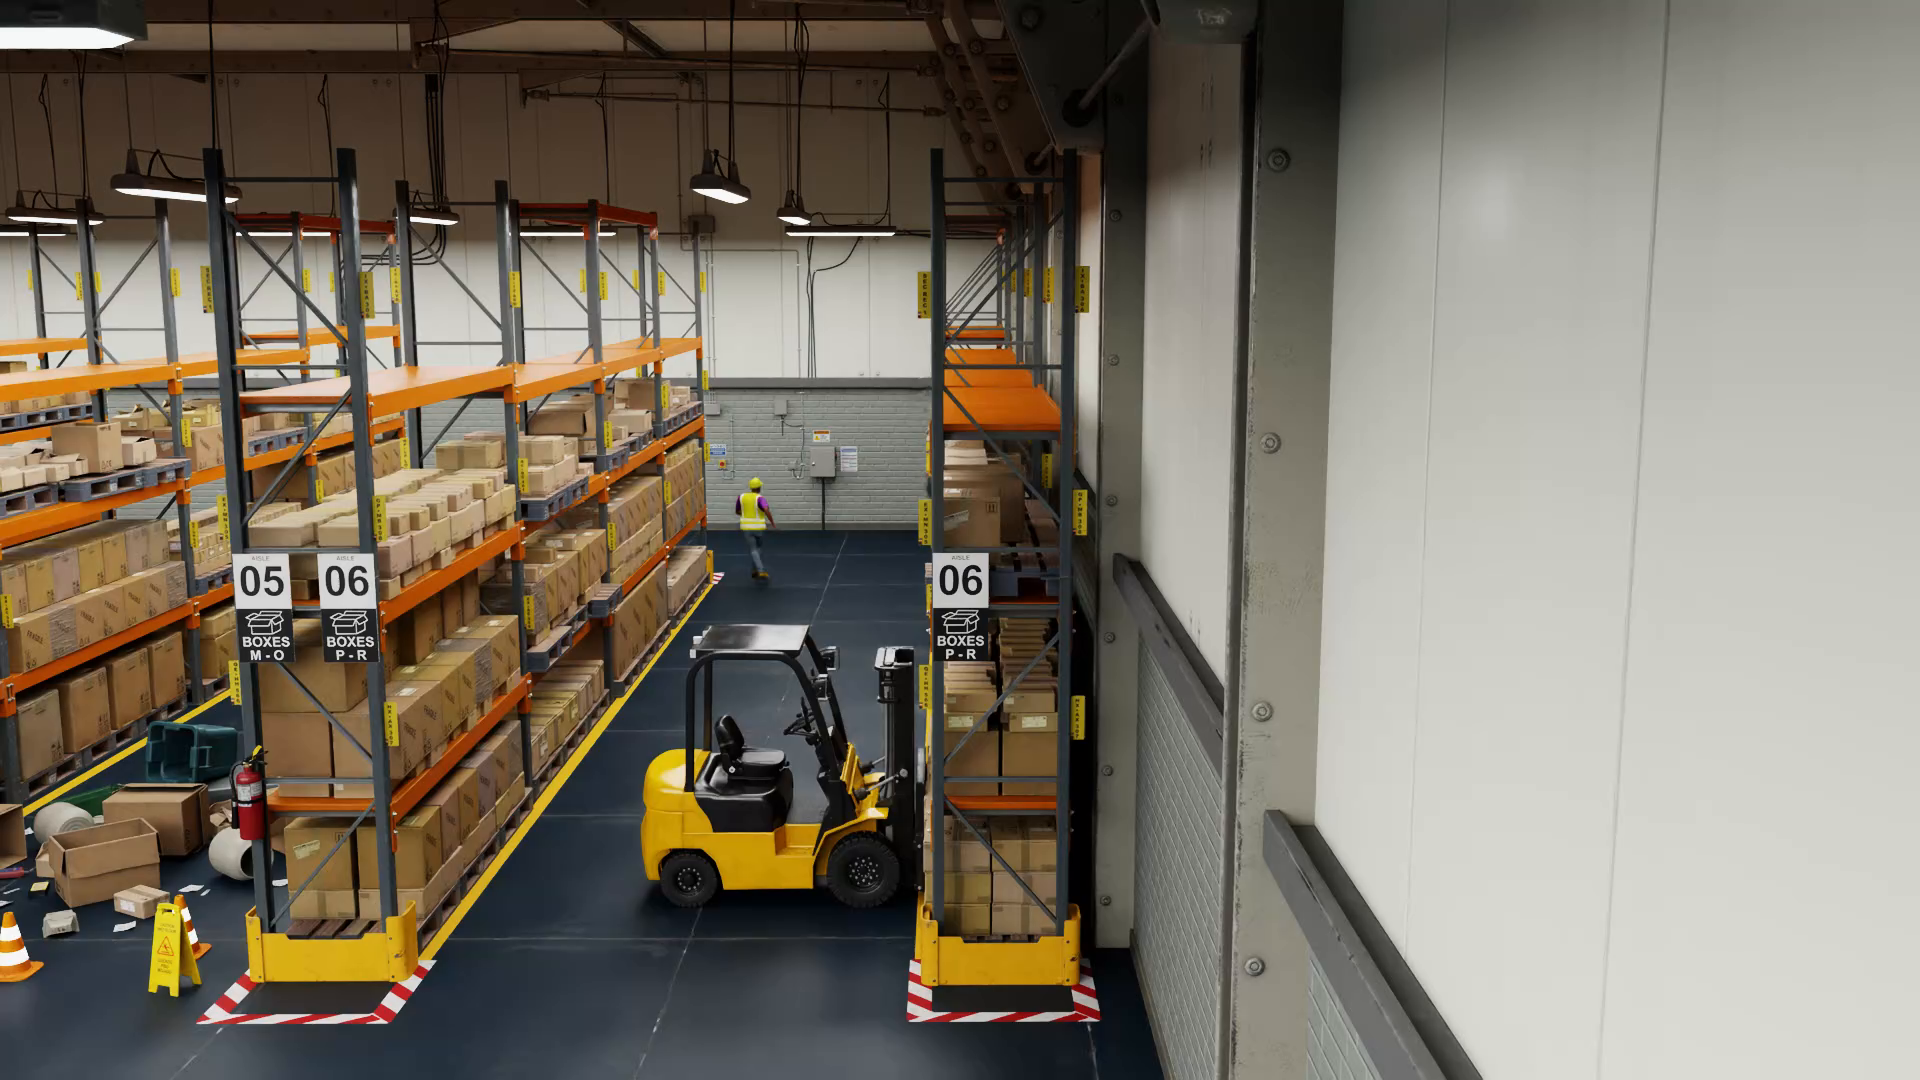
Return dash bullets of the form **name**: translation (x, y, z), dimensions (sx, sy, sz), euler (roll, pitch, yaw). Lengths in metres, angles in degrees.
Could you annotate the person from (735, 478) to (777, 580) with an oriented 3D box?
- **person**: translation (-3.421, -0.161, 27.969), dimensions (0.753, 1.783, 0.847), euler (0, 9, 2)
